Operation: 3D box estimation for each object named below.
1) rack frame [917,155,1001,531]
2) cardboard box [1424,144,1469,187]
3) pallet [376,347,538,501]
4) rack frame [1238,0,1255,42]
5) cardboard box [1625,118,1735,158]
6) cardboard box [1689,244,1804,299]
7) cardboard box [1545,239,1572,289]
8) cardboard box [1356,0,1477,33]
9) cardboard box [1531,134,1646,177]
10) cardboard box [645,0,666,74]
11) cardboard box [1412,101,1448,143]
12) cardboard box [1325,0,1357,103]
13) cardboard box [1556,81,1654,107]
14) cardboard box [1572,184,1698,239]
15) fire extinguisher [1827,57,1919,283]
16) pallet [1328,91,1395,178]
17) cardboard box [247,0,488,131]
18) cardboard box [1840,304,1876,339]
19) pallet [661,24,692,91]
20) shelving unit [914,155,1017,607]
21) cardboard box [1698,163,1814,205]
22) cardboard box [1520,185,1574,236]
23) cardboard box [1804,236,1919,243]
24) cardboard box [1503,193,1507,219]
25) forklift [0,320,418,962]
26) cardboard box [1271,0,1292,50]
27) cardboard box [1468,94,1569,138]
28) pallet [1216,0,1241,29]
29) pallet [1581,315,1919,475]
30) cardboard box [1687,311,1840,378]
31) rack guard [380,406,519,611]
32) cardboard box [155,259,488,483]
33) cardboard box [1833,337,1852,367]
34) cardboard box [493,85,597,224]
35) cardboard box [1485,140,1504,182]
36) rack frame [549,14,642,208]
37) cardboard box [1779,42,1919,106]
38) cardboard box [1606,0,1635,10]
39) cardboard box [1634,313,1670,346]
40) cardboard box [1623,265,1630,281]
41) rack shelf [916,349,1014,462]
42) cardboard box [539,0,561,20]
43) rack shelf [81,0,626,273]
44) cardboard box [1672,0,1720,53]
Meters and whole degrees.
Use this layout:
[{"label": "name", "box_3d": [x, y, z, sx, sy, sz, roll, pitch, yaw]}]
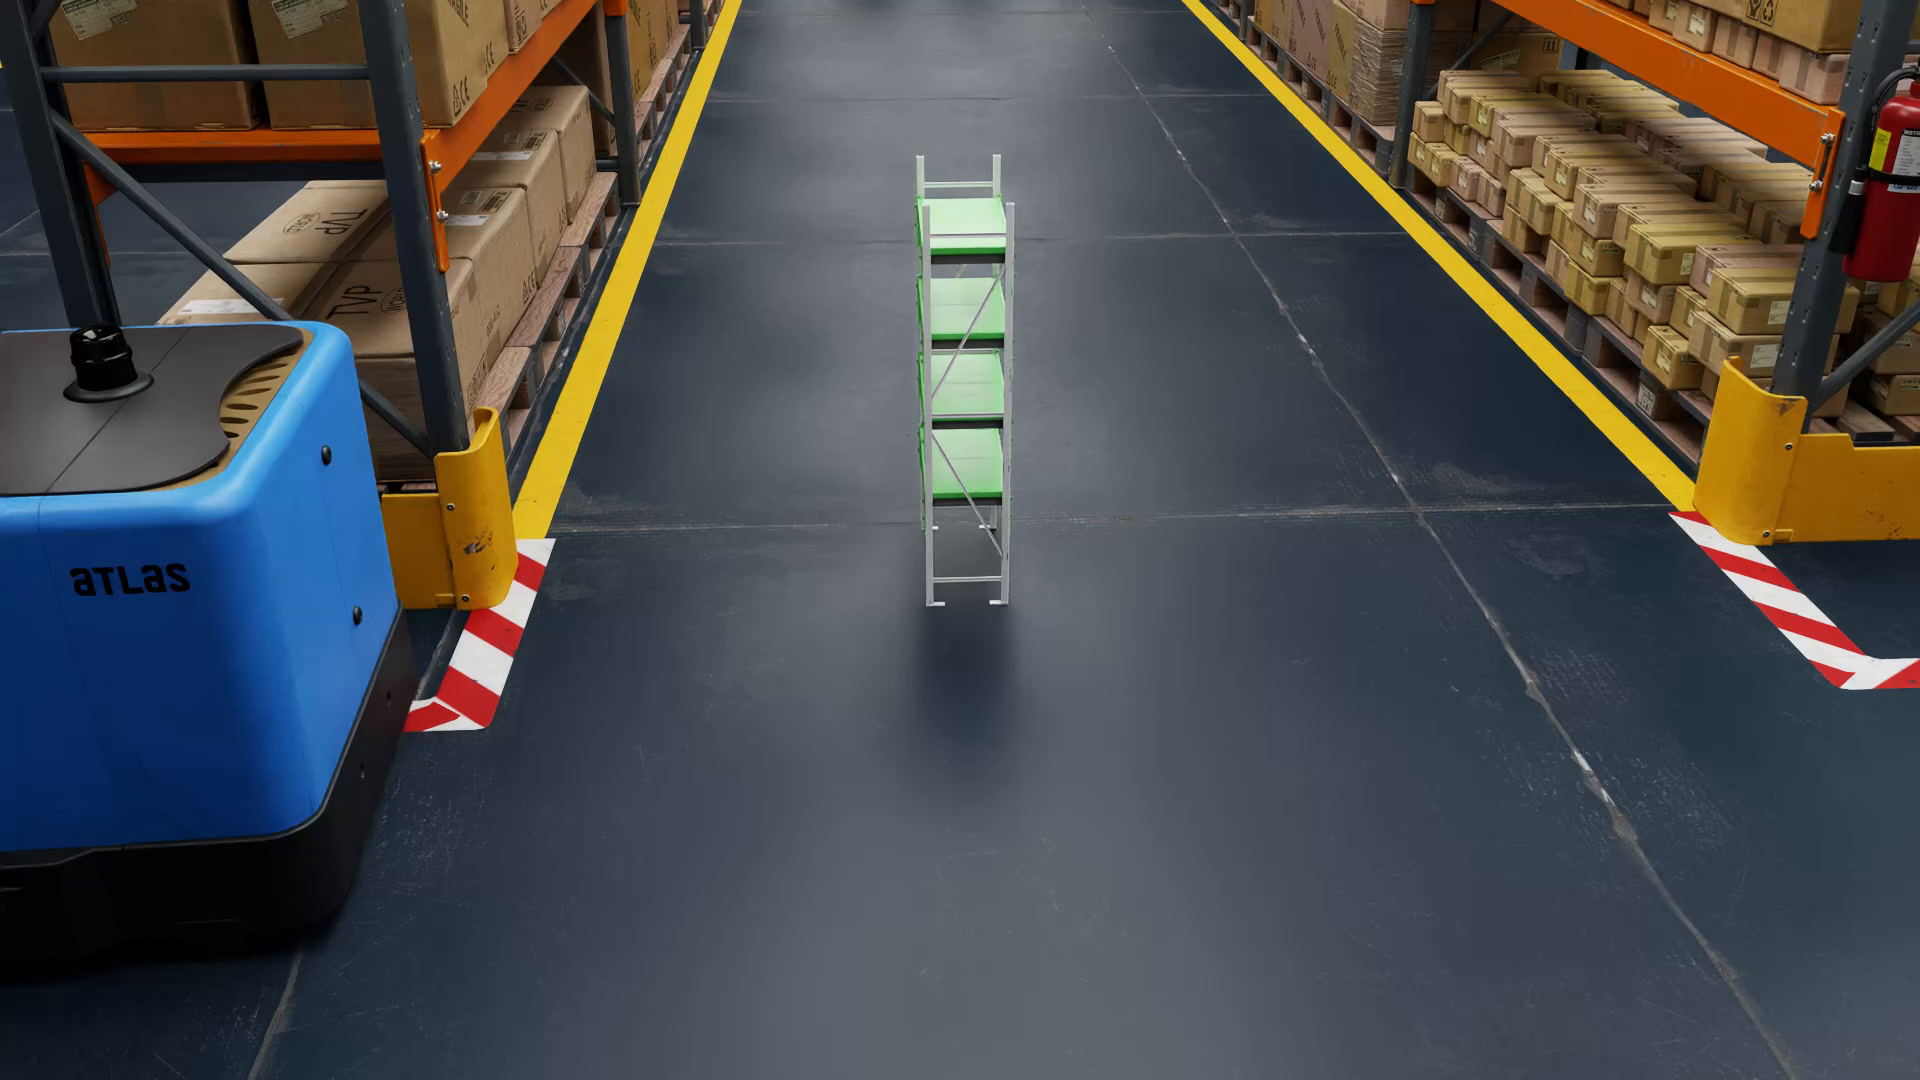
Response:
[{"label": "rack frame", "box_3d": [-0.004, -0.568, 5.042, 0.240, 1.200, 0.015, -1, 28, -3]}, {"label": "cardboard box", "box_3d": [2.505, -1.840, 8.163, 0.380, 0.149, 0.250, -1, 28, -1]}, {"label": "pallet", "box_3d": [-2.056, -0.334, 5.662, 1.003, 0.211, 1.213, -1, 28, -3]}, {"label": "rack frame", "box_3d": [2.584, -5.064, 11.715, 1.000, 3.000, 0.127, -1, 28, -3]}, {"label": "cardboard box", "box_3d": [3.187, -1.768, 7.382, 0.380, 0.149, 0.250, -3, 28, -5]}, {"label": "cardboard box", "box_3d": [2.766, -0.911, 5.738, 0.380, 0.149, 0.250, -1, 28, -2]}, {"label": "cardboard box", "box_3d": [2.628, -1.127, 6.795, 0.380, 0.149, 0.250, -1, 28, -2]}, {"label": "cardboard box", "box_3d": [2.502, -2.965, 9.129, 0.500, 0.250, 0.500, -2, 28, -4]}, {"label": "cardboard box", "box_3d": [2.687, -1.631, 7.119, 0.380, 0.149, 0.250, -2, 28, -5]}, {"label": "cardboard box", "box_3d": [-2.358, -3.409, 10.385, 0.875, 0.875, 0.875, -1, 28, -2]}, {"label": "cardboard box", "box_3d": [2.493, -2.095, 8.331, 0.380, 0.149, 0.250, 0, 28, 0]}, {"label": "cardboard box", "box_3d": [2.477, -2.867, 9.752, 0.500, 0.500, 0.500, -2, 28, -4]}, {"label": "cardboard box", "box_3d": [3.125, -2.127, 8.071, 0.380, 0.149, 0.250, -1, 28, -2]}, {"label": "cardboard box", "box_3d": [2.605, -1.271, 6.429, 0.380, 0.149, 0.250, 0, 28, -1]}, {"label": "fire extinguisher", "box_3d": [2.554, -1.042, 4.491, 0.296, 0.674, 0.183, -1, 28, -3]}, {"label": "pallet", "box_3d": [2.751, -2.340, 9.508, 1.003, 0.211, 1.213, -1, 28, -3]}, {"label": "cardboard box", "box_3d": [-1.674, -1.476, 4.728, 0.500, 0.500, 0.500, -2, 28, -3]}, {"label": "cardboard box", "box_3d": [3.273, -0.799, 5.846, 0.380, 0.149, 0.250, -2, 28, -3]}, {"label": "pallet", "box_3d": [-2.388, -3.295, 11.340, 1.003, 0.211, 1.213, -1, 28, -3]}, {"label": "shelving unit", "box_3d": [0.009, -0.456, 4.826, 0.258, 1.200, 0.503, -1, 28, -3]}, {"label": "cardboard box", "box_3d": [3.226, -1.413, 6.700, 0.380, 0.149, 0.250, -1, 28, -2]}, {"label": "cardboard box", "box_3d": [2.584, -1.384, 6.968, 0.380, 0.149, 0.250, -1, 28, -2]}, {"label": "cardboard box", "box_3d": [3.294, -1.049, 6.003, 0.380, 0.149, 0.250, -1, 28, -3]}, {"label": "cardboard box", "box_3d": [2.682, -1.487, 7.486, 0.380, 0.149, 0.250, -3, 28, -5]}, {"label": "forklift", "box_3d": [-2.884, -0.584, 3.201, 3.031, 2.935, 1.130, -3, 28, -5]}, {"label": "cardboard box", "box_3d": [2.396, -3.577, 11.113, 0.500, 0.500, 0.500, -1, 28, -2]}, {"label": "cardboard box", "box_3d": [2.622, -1.994, 7.815, 0.380, 0.149, 0.250, -2, 28, -3]}, {"label": "pallet", "box_3d": [2.618, -4.193, 13.062, 1.003, 0.211, 1.213, -1, 28, -3]}, {"label": "pallet", "box_3d": [2.991, -0.544, 6.065, 1.003, 0.211, 1.213, -1, 28, -3]}, {"label": "cardboard box", "box_3d": [2.690, -0.660, 5.579, 0.380, 0.149, 0.250, -2, 28, -4]}, {"label": "rack guard", "box_3d": [-1.935, -0.084, 4.870, 1.175, 0.500, 0.348, -1, 28, -3]}, {"label": "cardboard box", "box_3d": [-2.070, -0.556, 5.388, 0.875, 0.438, 0.875, -2, 28, -4]}, {"label": "cardboard box", "box_3d": [3.199, -0.660, 5.901, 0.380, 0.149, 0.250, -1, 28, -3]}, {"label": "cardboard box", "box_3d": [-2.219, -1.808, 7.789, 0.875, 0.438, 0.875, -2, 28, -3]}, {"label": "cardboard box", "box_3d": [2.655, -1.744, 7.658, 0.380, 0.149, 0.250, -3, 28, -5]}, {"label": "rack frame", "box_3d": [-2.145, -3.050, 7.855, 1.000, 3.000, 0.127, -1, 28, -3]}, {"label": "cardboard box", "box_3d": [2.703, -1.402, 4.965, 0.380, 0.149, 0.250, -1, 28, -3]}, {"label": "cardboard box", "box_3d": [2.693, -2.121, 6.344, 0.380, 0.149, 0.250, -1, 28, -2]}, {"label": "cardboard box", "box_3d": [2.724, -0.770, 6.111, 0.380, 0.149, 0.250, -2, 28, -3]}, {"label": "cardboard box", "box_3d": [2.749, -1.027, 6.282, 0.380, 0.149, 0.250, -2, 28, -3]}, {"label": "rack shelf", "box_3d": [0.009, -0.399, 4.856, 0.258, 0.148, 0.480, -1, 28, -3]}, {"label": "cardboard box", "box_3d": [-1.780, -2.175, 6.069, 0.500, 0.500, 0.500, 0, 28, -1]}, {"label": "rack shelf", "box_3d": [-2.040, -1.808, 6.250, 1.077, 0.370, 4.000, -1, 28, -3]}, {"label": "cardboard box", "box_3d": [2.663, -1.750, 5.634, 0.380, 0.149, 0.250, -1, 28, -1]}]
